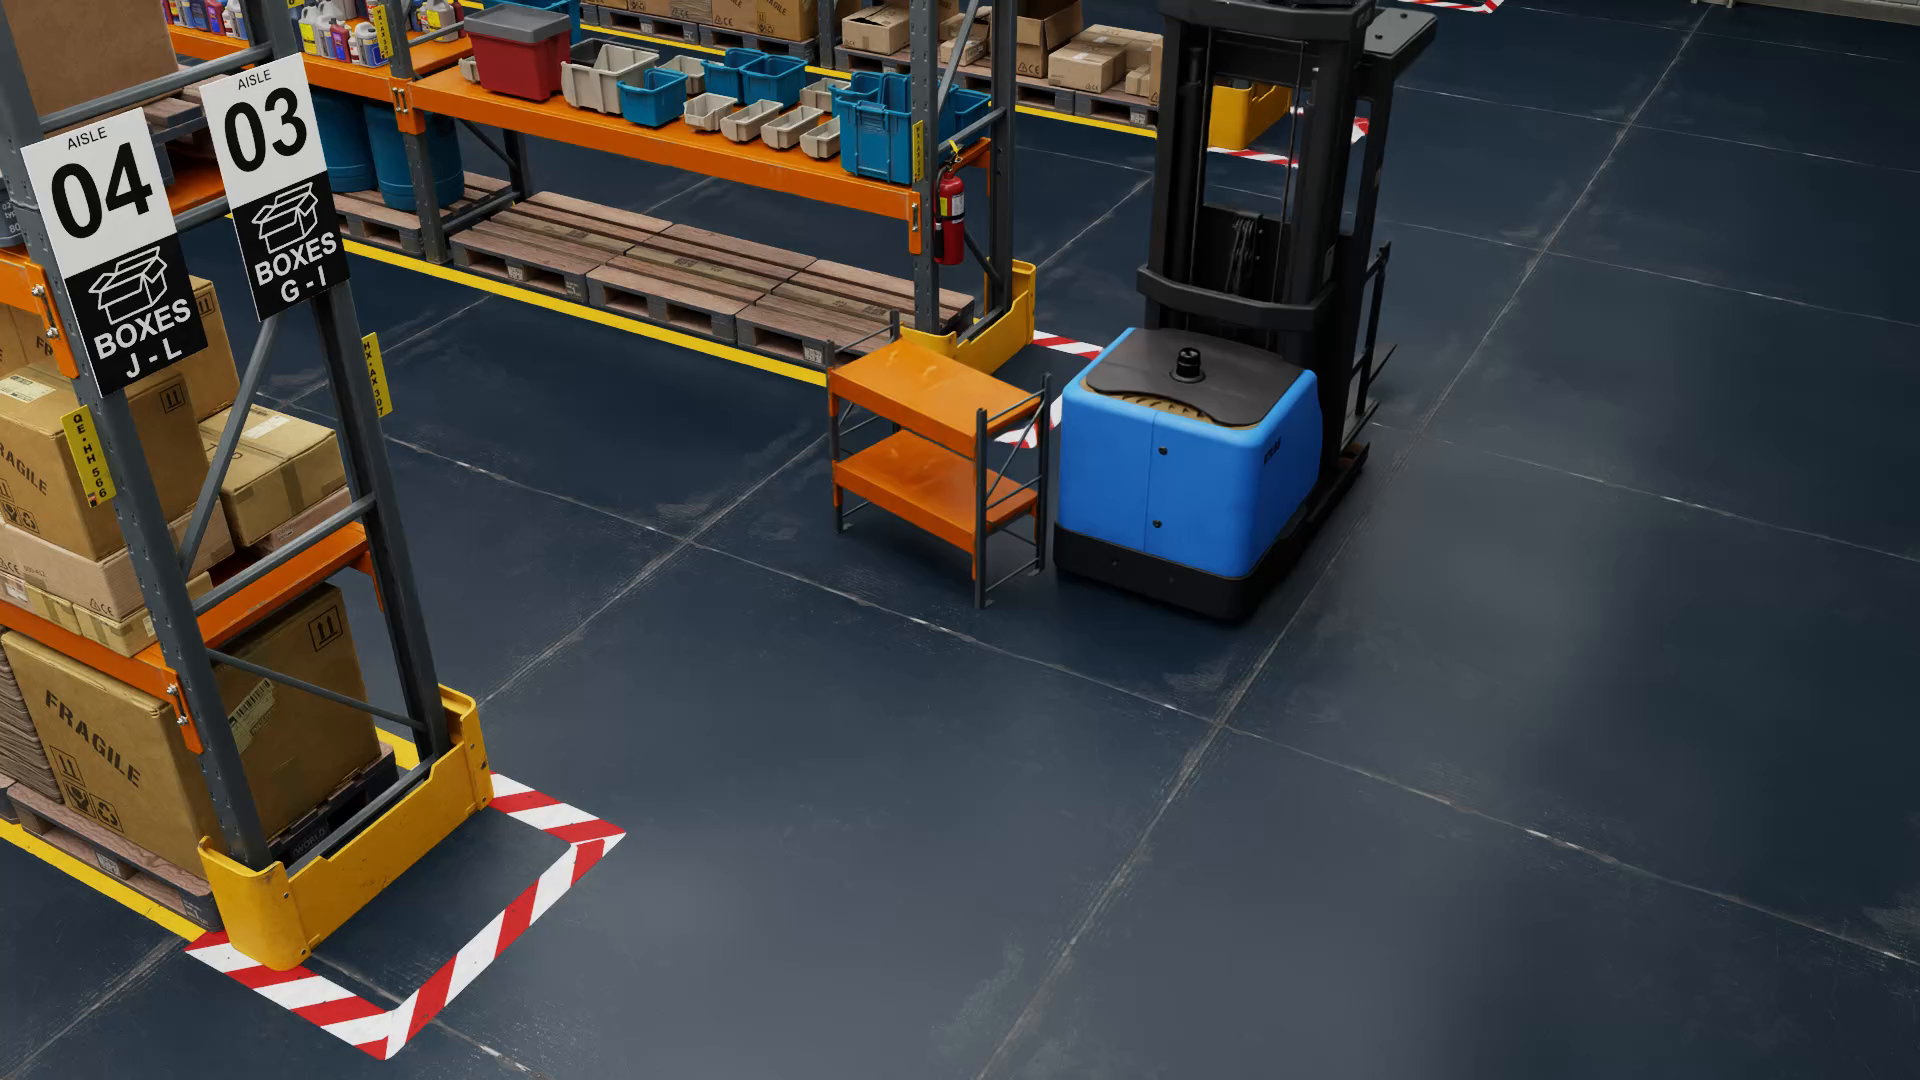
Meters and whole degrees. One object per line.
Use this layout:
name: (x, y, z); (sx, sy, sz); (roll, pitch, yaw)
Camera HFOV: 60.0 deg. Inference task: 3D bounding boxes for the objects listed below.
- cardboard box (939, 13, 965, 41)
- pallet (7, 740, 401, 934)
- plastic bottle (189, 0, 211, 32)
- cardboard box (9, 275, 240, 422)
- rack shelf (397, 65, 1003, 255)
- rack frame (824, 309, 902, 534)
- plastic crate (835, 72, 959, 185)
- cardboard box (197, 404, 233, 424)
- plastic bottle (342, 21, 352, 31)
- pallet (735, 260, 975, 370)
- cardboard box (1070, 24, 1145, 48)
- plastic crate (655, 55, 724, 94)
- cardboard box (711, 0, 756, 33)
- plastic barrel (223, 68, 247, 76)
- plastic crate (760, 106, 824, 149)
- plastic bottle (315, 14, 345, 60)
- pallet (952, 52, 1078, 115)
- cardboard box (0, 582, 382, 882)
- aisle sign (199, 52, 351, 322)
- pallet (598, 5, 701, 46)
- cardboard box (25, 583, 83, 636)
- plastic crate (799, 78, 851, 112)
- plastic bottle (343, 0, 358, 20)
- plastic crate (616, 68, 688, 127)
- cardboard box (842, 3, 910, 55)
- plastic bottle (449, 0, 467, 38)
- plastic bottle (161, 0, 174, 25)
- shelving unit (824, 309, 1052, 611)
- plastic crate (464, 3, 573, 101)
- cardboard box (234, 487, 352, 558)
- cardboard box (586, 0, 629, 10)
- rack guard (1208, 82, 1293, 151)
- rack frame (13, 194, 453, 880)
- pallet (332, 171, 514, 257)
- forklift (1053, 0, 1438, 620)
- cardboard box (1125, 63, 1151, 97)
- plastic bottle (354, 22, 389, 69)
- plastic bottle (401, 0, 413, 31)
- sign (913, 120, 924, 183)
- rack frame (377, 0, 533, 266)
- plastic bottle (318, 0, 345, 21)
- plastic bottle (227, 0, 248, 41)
cardboard box: (0.010, -4.705, 15.284); (0.250, 0.149, 0.380); (18, 37, 24)
pallet: (-3.159, 1.042, 6.995); (1.213, 0.211, 1.003); (18, 37, 24)
plastic bottle: (-5.358, -3.798, 11.791); (0.185, 0.351, 0.144); (18, 37, 24)
cardboard box: (-3.143, -0.710, 6.300); (0.500, 0.500, 0.500); (17, 37, 23)
rack shelf: (-1.705, -2.571, 10.553); (4.000, 0.370, 1.077); (18, 37, 24)
rack frame: (-0.490, -0.606, 8.645); (0.032, 1.125, 0.500); (27, 42, 35)
plastic crate: (-0.352, -2.362, 9.505); (0.499, 0.435, 0.616); (18, 37, 24)
cardboard box: (-3.163, -0.400, 6.511); (0.500, 0.250, 0.500); (17, 37, 24)
plastic bottle: (-4.215, -3.456, 11.413); (0.097, 0.201, 0.097); (0, 34, 0)
pallet: (-0.665, -1.405, 10.669); (1.213, 0.211, 1.003); (18, 37, 24)
cardboard box: (1.293, -4.302, 14.588); (0.500, 0.250, 0.500); (18, 37, 24)
plastic crate: (-1.780, -3.001, 10.734); (0.466, 0.136, 0.293); (18, 37, 24)
cardboard box: (-1.976, -5.083, 15.536); (0.500, 0.500, 0.500); (18, 38, 25)
plastic barrel: (-5.501, -3.254, 12.728); (0.708, 0.588, 0.600); (18, 37, 24)
plastic crate: (-1.011, -2.459, 9.920); (0.243, 0.136, 0.396); (18, 37, 24)
plastic bottle: (-4.261, -3.422, 11.294); (0.135, 0.276, 0.152); (18, 37, 24)
pallet: (0.679, -4.118, 14.743); (1.213, 0.211, 1.003); (18, 37, 24)
cardboard box: (-3.021, 0.635, 6.627); (0.875, 0.875, 0.875); (18, 37, 24)
aisle sign: (-2.215, -1.143, 5.415); (0.004, 0.787, 0.394); (18, 37, 24)
pallet: (-2.769, -5.183, 16.342); (1.213, 0.211, 1.003); (18, 37, 24)
cardboard box: (-3.125, 0.158, 6.033); (0.250, 0.149, 0.380); (18, 38, 25)
plastic crate: (-0.846, -2.776, 10.397); (0.298, 0.136, 0.250); (18, 37, 24)
plastic bottle: (-4.458, -3.934, 12.063); (0.135, 0.276, 0.152); (18, 37, 24)
plastic crate: (-1.879, -2.717, 10.220); (0.300, 0.233, 0.416); (18, 37, 24)
cardboard box: (-0.723, -4.647, 15.051); (0.500, 0.311, 0.500); (18, 37, 24)
plastic bottle: (-3.548, -3.678, 11.672); (0.133, 0.283, 0.061); (18, 37, 24)
plastic bottle: (-5.718, -3.857, 11.942); (0.133, 0.283, 0.061); (18, 37, 24)
shelving unit: (-0.117, -0.414, 8.357); (1.048, 1.125, 0.538); (27, 42, 35)
plastic crate: (-2.791, -3.105, 10.595); (0.583, 0.464, 0.402); (18, 37, 24)
cardboard box: (-2.571, -0.088, 6.403); (0.250, 0.149, 0.380); (18, 38, 25)
cardboard box: (-3.310, -5.501, 16.163); (0.500, 0.500, 0.500); (17, 37, 24)
rack guard: (2.427, -3.683, 13.830); (0.348, 0.500, 1.175); (18, 37, 24)
rack frame: (-2.426, 0.063, 5.948); (0.127, 3.000, 1.000); (18, 37, 24)
pallet: (-4.091, -2.492, 12.301); (1.213, 0.211, 1.003); (18, 37, 24)
forklift: (1.638, -1.626, 8.547); (1.130, 2.935, 3.031); (17, 37, 24)
cardboard box: (1.591, -3.892, 14.048); (0.250, 0.166, 0.380); (18, 37, 24)
plastic bottle: (-3.944, -3.321, 11.143); (0.135, 0.276, 0.152); (18, 37, 24)
plastic bottle: (-3.972, -3.780, 11.832); (0.135, 0.276, 0.152); (18, 37, 24)
sign: (-0.227, -2.119, 9.078); (0.005, 0.325, 0.100); (18, 37, 24)
rack frame: (-3.441, -3.420, 11.180); (0.127, 3.000, 1.000); (18, 37, 24)
plastic bottle: (-4.330, -3.564, 11.441); (0.185, 0.351, 0.144); (18, 37, 24)
plastic bottle: (-5.017, -3.661, 11.654); (0.135, 0.276, 0.152); (18, 37, 24)
